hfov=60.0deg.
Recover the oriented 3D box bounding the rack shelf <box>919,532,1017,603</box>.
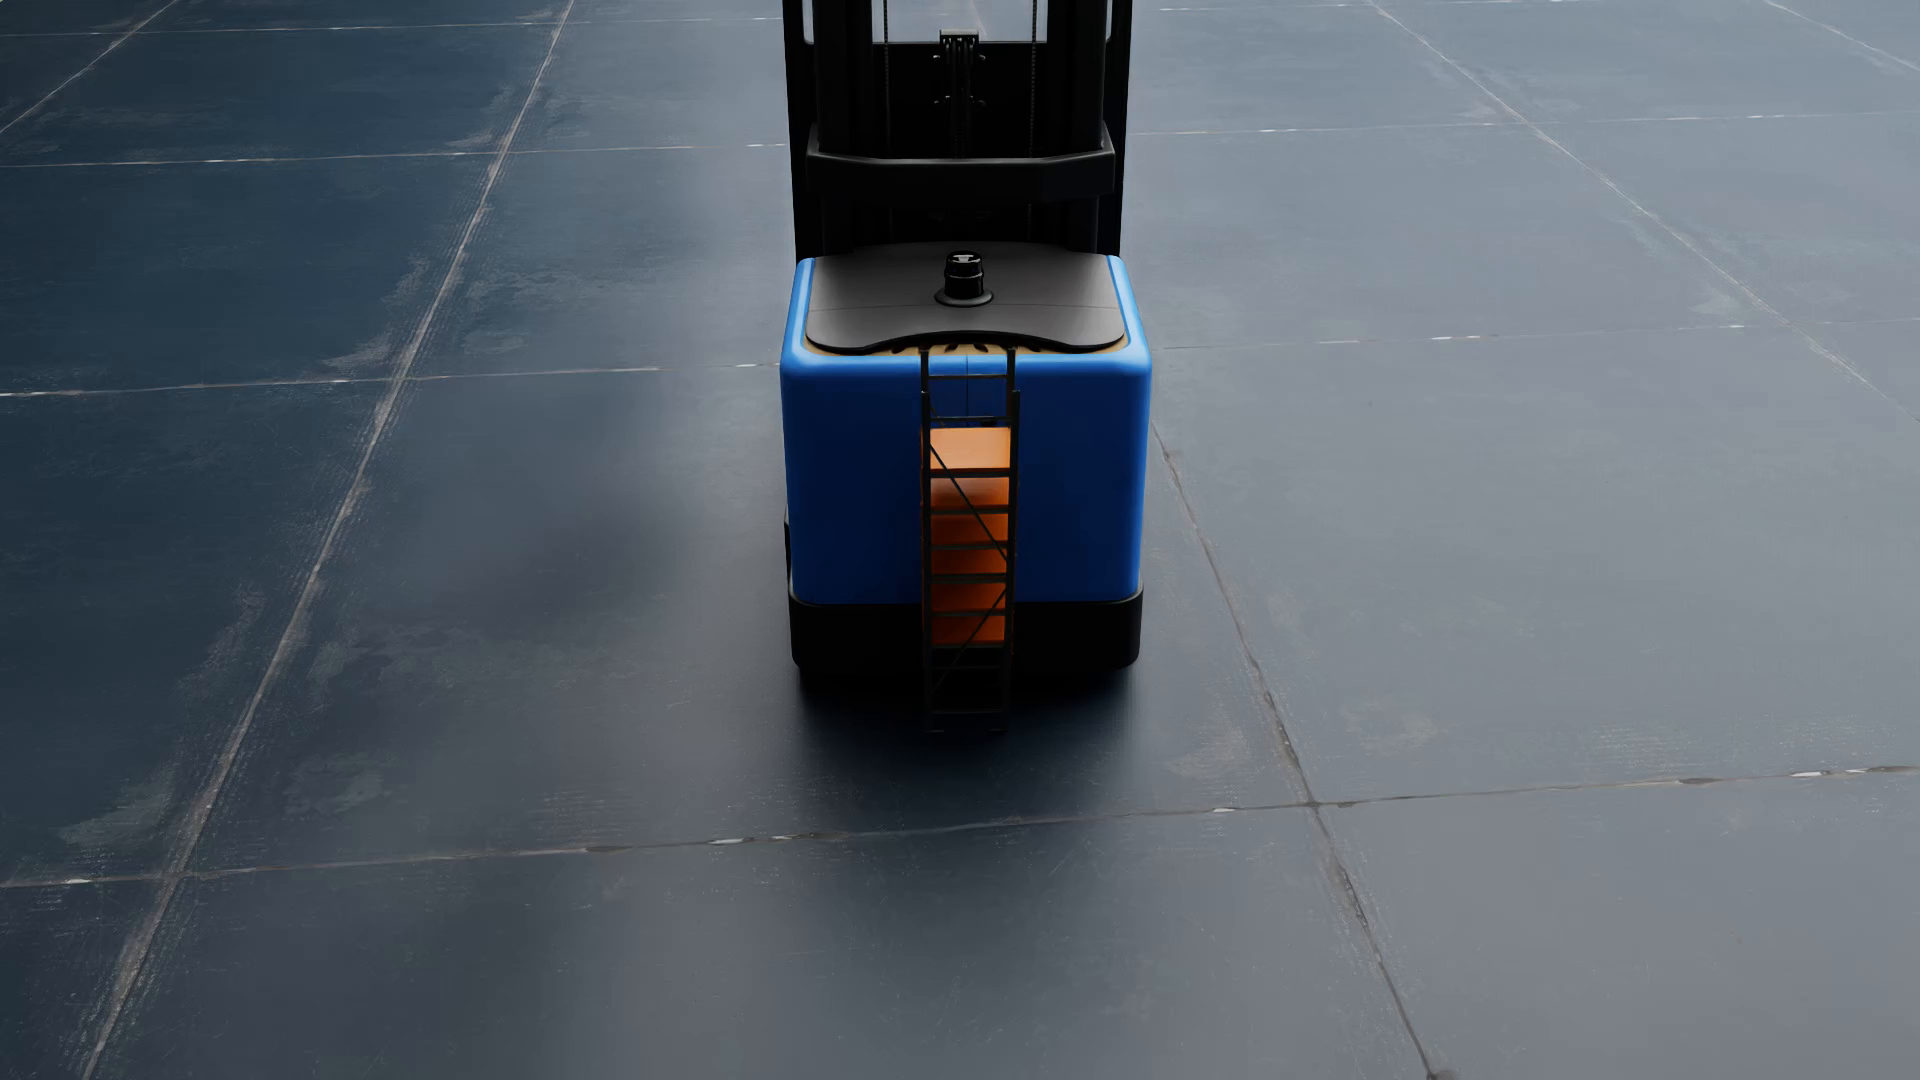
[{"bbox_3d":[0.020,0.072,4.530,0.258,0.103,0.180,-1,40,-2],"label":"rack shelf"}]

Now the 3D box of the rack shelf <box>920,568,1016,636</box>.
[{"bbox_3d":[0.019,0.164,4.607,0.258,0.103,0.180,-1,40,-2],"label":"rack shelf"}]

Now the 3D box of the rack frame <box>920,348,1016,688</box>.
[{"bbox_3d":[0.017,-0.021,4.571,0.240,1.200,0.006,-1,40,-2],"label":"rack frame"}]

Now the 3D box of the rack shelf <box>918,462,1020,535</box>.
[{"bbox_3d":[0.021,-0.112,4.375,0.258,0.103,0.180,-1,40,-2],"label":"rack shelf"}]

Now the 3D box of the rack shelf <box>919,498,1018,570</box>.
[{"bbox_3d":[0.021,-0.020,4.453,0.258,0.103,0.180,-1,40,-2],"label":"rack shelf"}]

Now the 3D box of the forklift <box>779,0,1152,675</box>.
[{"bbox_3d":[-0.014,-1.577,5.533,1.130,2.935,3.031,-1,31,-1],"label":"forklift"}]

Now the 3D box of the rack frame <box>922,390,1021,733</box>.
[{"bbox_3d":[0.024,0.097,4.431,0.240,1.200,0.006,-1,40,-2],"label":"rack frame"}]

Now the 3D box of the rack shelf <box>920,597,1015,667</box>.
[{"bbox_3d":[0.018,0.255,4.685,0.258,0.103,0.180,-1,40,-2],"label":"rack shelf"}]

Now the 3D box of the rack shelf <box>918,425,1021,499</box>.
[{"bbox_3d":[0.022,-0.203,4.298,0.258,0.103,0.180,-1,40,-2],"label":"rack shelf"}]

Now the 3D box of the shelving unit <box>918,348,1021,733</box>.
[{"bbox_3d":[0.020,0.038,4.501,0.258,1.200,0.189,-1,40,-2],"label":"shelving unit"}]
